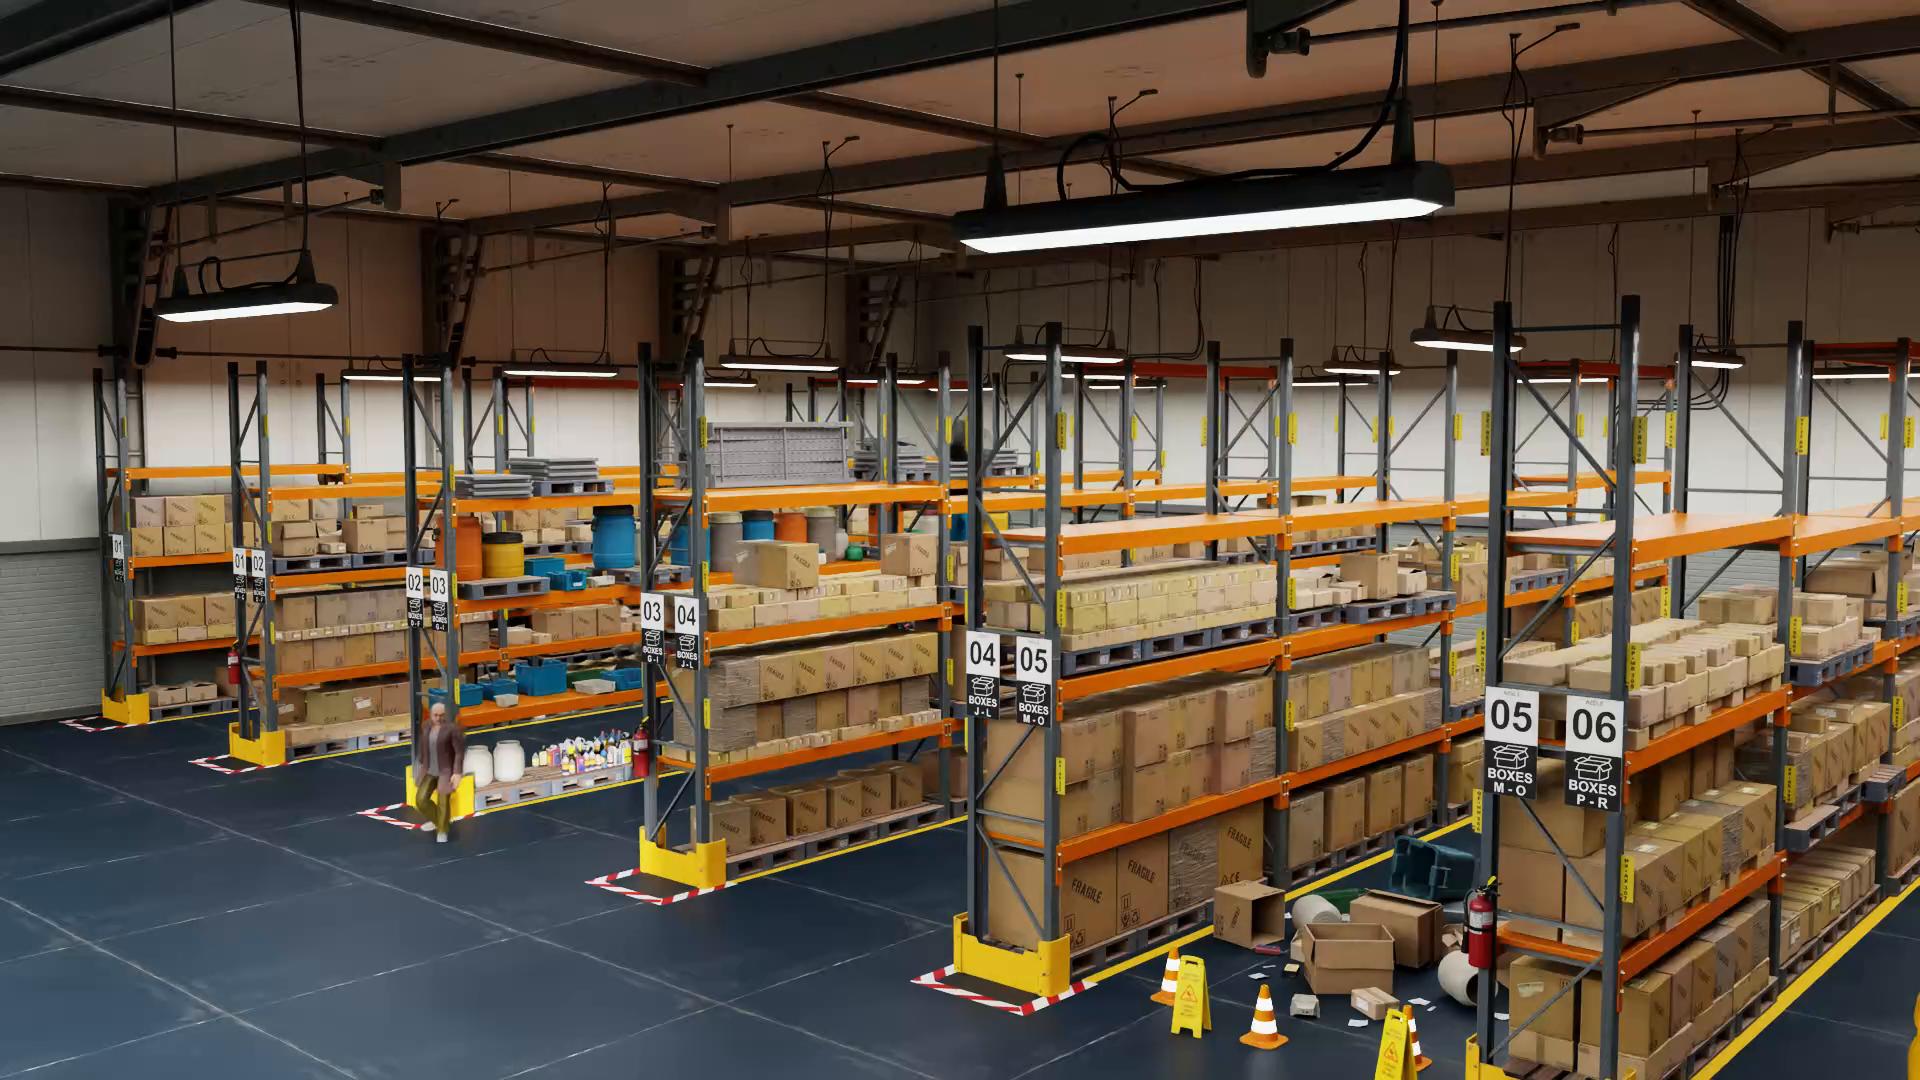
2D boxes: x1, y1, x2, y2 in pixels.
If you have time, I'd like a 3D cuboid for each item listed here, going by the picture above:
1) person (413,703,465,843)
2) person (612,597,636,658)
[{"bbox_3d":[-6.320,2.814,20.209,0.744,1.743,0.529,1,4,12],"label":"person"},{"bbox_3d":[-6.868,1.901,33.930,0.582,1.631,0.793,0,4,-2],"label":"person"}]
